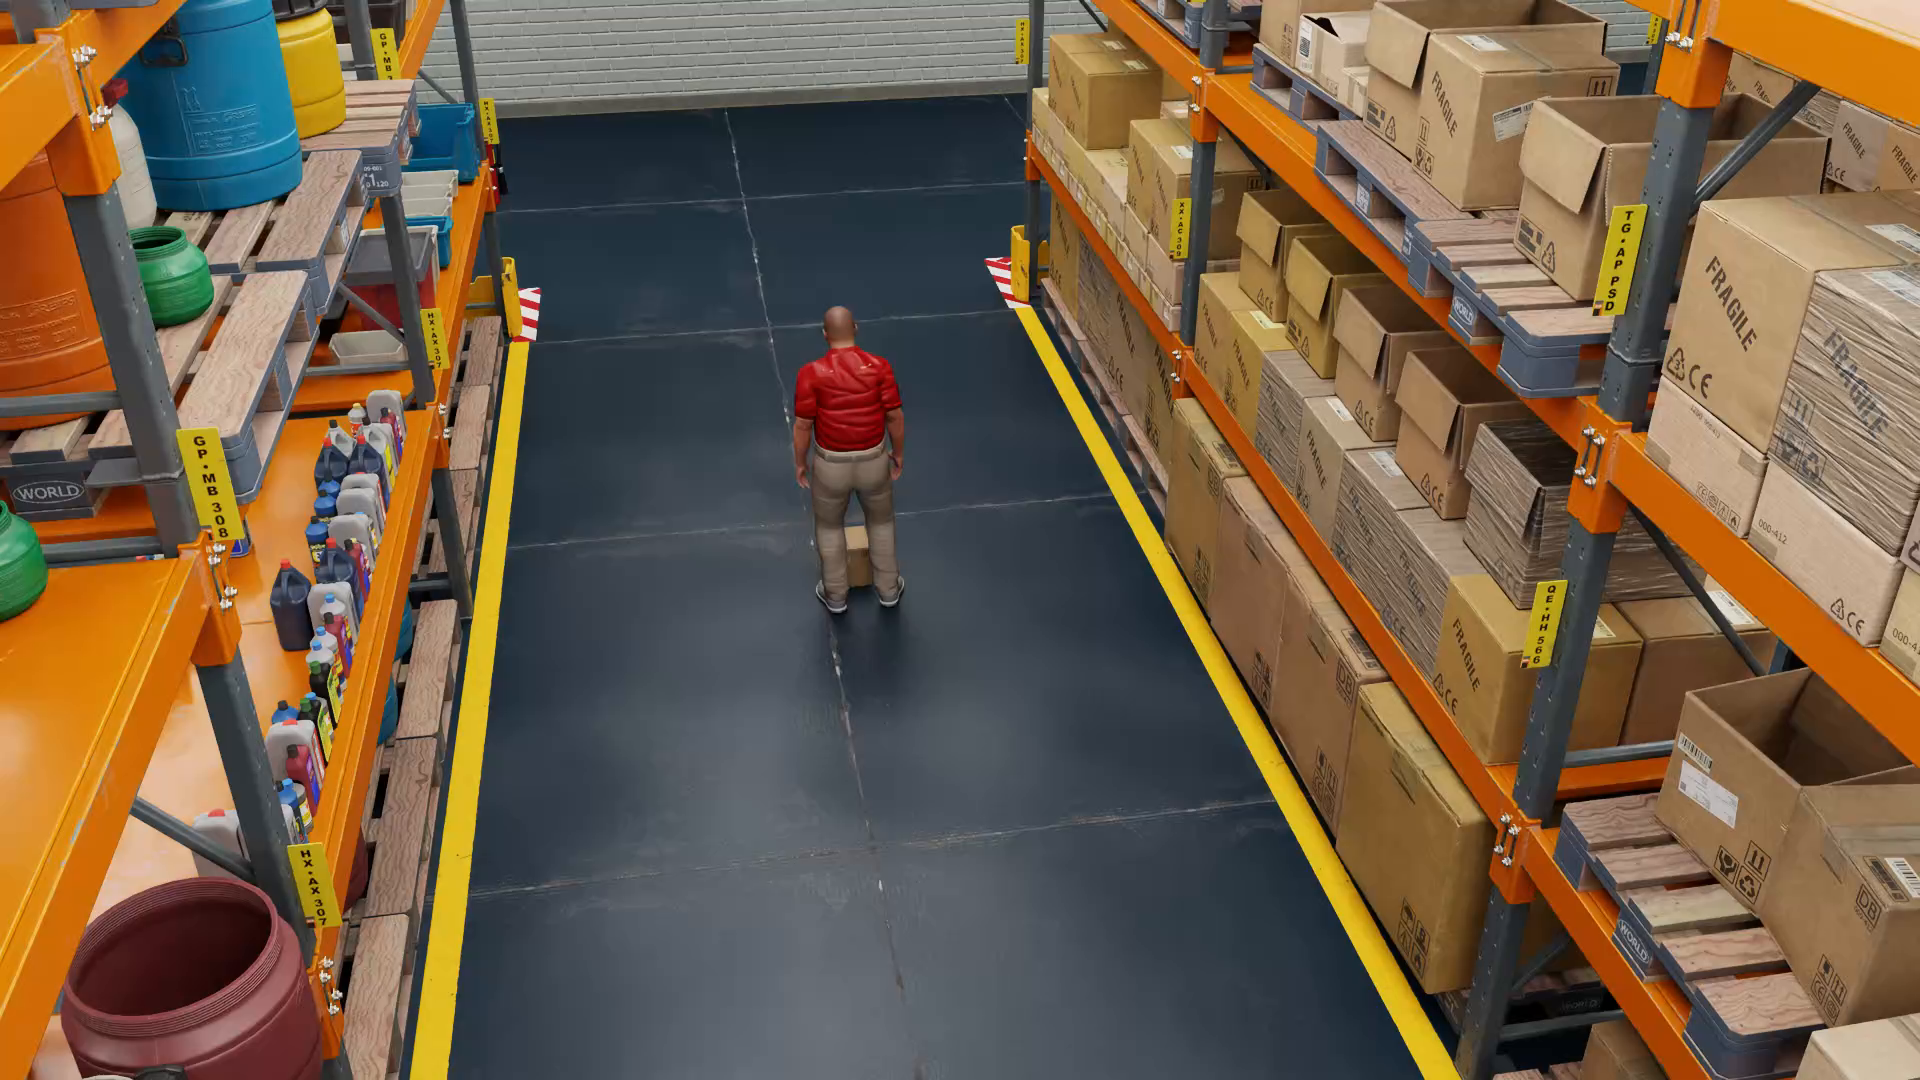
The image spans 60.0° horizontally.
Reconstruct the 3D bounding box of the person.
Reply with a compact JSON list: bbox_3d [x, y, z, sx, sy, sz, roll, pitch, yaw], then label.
[{"bbox_3d":[-0.585,-0.411,8.849,0.588,1.726,0.389,-6,31,-9],"label":"person"}]
